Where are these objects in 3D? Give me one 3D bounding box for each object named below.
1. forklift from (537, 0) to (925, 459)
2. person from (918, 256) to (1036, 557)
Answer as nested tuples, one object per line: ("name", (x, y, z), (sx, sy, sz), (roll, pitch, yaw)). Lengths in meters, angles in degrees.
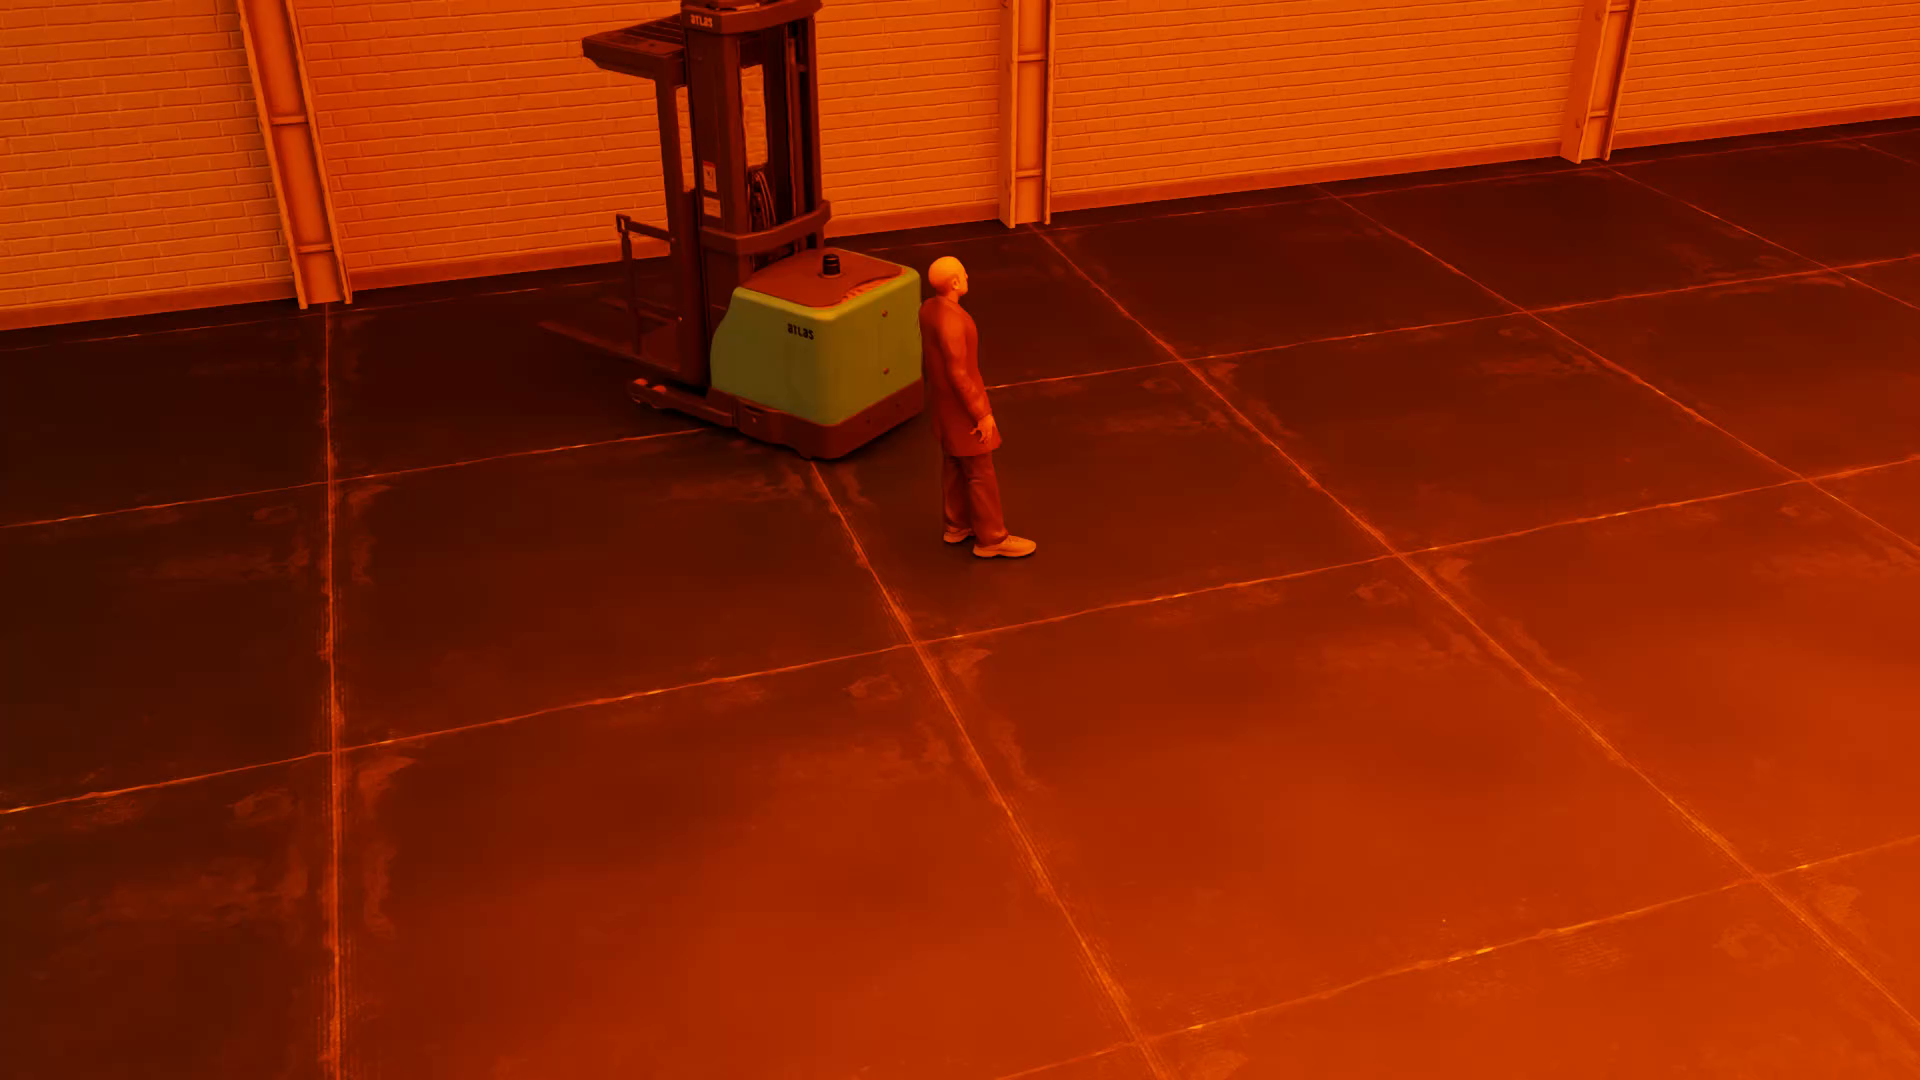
("forklift", (-1.731, -2.371, 11.208), (3.031, 2.935, 1.130), (20, 36, 31))
("person", (0.088, -0.789, 9.600), (0.582, 1.776, 0.696), (-10, 31, -16))
